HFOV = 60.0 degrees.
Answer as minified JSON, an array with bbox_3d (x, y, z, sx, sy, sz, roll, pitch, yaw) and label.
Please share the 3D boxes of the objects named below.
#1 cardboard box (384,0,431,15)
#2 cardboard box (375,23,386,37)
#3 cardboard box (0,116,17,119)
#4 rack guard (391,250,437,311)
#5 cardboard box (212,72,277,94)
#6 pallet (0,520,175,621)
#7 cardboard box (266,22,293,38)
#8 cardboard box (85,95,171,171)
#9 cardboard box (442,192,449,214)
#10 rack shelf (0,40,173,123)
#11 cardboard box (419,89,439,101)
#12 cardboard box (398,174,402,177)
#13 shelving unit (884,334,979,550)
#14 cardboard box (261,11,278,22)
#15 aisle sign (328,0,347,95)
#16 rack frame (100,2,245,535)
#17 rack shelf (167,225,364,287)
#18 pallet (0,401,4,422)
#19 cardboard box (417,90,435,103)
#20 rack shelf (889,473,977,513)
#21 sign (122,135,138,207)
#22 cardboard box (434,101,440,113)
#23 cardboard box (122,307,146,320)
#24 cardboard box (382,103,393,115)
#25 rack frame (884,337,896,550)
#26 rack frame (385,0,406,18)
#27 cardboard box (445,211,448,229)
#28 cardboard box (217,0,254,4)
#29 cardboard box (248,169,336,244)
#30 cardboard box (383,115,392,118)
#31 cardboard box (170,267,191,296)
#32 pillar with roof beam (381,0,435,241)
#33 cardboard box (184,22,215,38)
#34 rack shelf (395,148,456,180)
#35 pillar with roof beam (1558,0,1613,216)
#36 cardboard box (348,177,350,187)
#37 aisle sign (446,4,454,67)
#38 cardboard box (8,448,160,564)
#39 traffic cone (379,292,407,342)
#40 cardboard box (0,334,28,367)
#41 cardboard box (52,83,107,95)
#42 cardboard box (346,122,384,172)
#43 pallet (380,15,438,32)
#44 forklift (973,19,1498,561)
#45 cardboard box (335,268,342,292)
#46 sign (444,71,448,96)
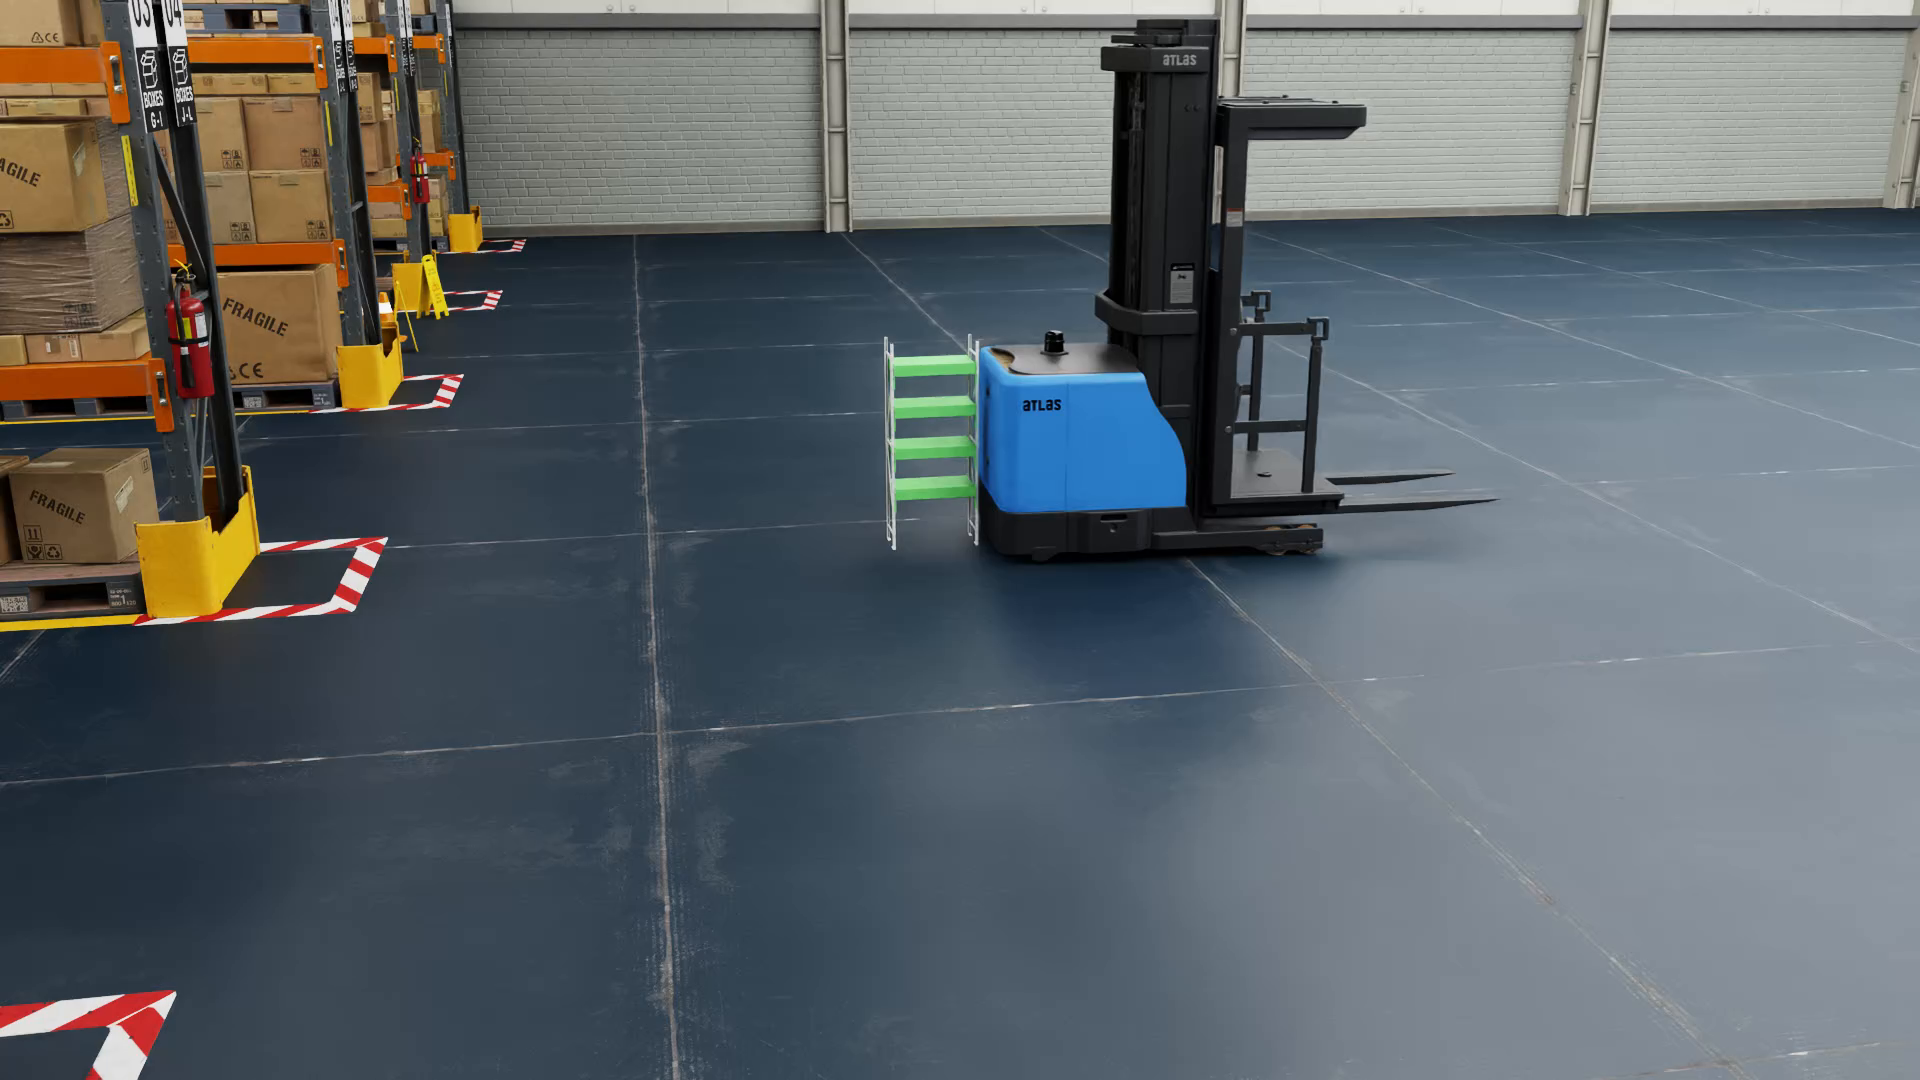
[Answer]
[{"bbox_3d":[-7.244,-7.134,21.763,0.500,0.500,0.500,-3,17,-9],"label":"cardboard box"},{"bbox_3d":[-6.297,-5.456,17.787,0.250,0.149,0.380,-3,17,-10],"label":"cardboard box"},{"bbox_3d":[-5.114,-1.901,8.511,0.500,0.500,0.500,-3,17,-10],"label":"cardboard box"},{"bbox_3d":[-5.985,-2.868,18.299,0.348,0.500,1.175,-3,17,-10],"label":"rack guard"},{"bbox_3d":[-7.350,-4.560,17.169,0.500,0.500,0.700,-3,17,-11],"label":"cardboard box"},{"bbox_3d":[-4.909,0.162,8.926,1.213,0.211,1.003,-3,17,-10],"label":"pallet"},{"bbox_3d":[-6.974,-5.258,17.140,0.250,0.149,0.380,-3,17,-10],"label":"cardboard box"},{"bbox_3d":[-6.342,-3.175,12.946,0.550,0.550,0.875,-3,17,-10],"label":"cardboard box"},{"bbox_3d":[-7.356,-4.657,22.982,0.500,0.250,0.500,-3,17,-9],"label":"cardboard box"},{"bbox_3d":[-5.994,-2.189,7.947,4.000,0.370,1.077,-3,17,-10],"label":"rack shelf"},{"bbox_3d":[-7.226,-6.041,22.590,0.250,0.149,0.380,-4,17,-12],"label":"cardboard box"},{"bbox_3d":[-7.853,-4.861,22.796,0.500,0.250,0.500,-3,17,-10],"label":"cardboard box"},{"bbox_3d":[-0.163,-0.564,9.606,0.503,1.200,0.258,-3,17,-10],"label":"shelving unit"},{"bbox_3d":[-6.858,-5.442,17.061,0.500,0.250,0.500,-3,17,-11],"label":"cardboard box"},{"bbox_3d":[-4.745,-3.806,12.668,0.004,0.787,0.394,-3,17,-10],"label":"aisle sign"},{"bbox_3d":[-4.030,-1.211,8.645,0.127,3.000,1.000,-3,17,-10],"label":"rack frame"},{"bbox_3d":[-6.836,-2.191,13.061,4.000,0.370,1.077,-3,17,-10],"label":"rack shelf"},{"bbox_3d":[-8.038,-1.110,13.067,1.213,0.211,1.003,-3,17,-10],"label":"pallet"},{"bbox_3d":[-7.167,-5.918,22.188,0.250,0.149,0.380,-3,17,-10],"label":"cardboard box"},{"bbox_3d":[-0.163,-0.274,9.695,0.480,0.148,0.258,-3,17,-10],"label":"rack shelf"},{"bbox_3d":[-3.945,-1.754,7.904,0.005,0.325,0.100,-3,17,-10],"label":"sign"},{"bbox_3d":[-7.238,-5.912,22.676,0.250,0.149,0.380,-4,17,-12],"label":"cardboard box"},{"bbox_3d":[-4.355,-1.143,8.854,0.250,0.149,0.380,-3,17,-10],"label":"cardboard box"},{"bbox_3d":[-7.654,-5.736,22.104,0.250,0.149,0.380,-3,17,-9],"label":"cardboard box"},{"bbox_3d":[-0.402,-0.551,9.561,0.015,1.200,0.240,-3,17,-10],"label":"rack frame"},{"bbox_3d":[-5.910,-6.935,17.065,0.127,3.000,1.000,-3,17,-10],"label":"rack frame"},{"bbox_3d":[-7.375,-4.414,23.040,0.500,0.250,0.500,-3,17,-10],"label":"cardboard box"},{"bbox_3d":[-5.382,-4.078,12.415,0.250,0.149,0.380,-3,17,-10],"label":"cardboard box"},{"bbox_3d":[-5.228,-2.684,13.186,0.550,0.550,0.875,-3,17,-10],"label":"cardboard box"},{"bbox_3d":[-7.800,-5.417,22.168,0.500,0.500,0.500,-3,17,-9],"label":"cardboard box"},{"bbox_3d":[-6.389,-1.725,13.222,0.875,0.875,0.875,-4,17,-11],"label":"cardboard box"},{"bbox_3d":[-6.893,-7.346,18.402,0.400,9.000,9.100,-3,17,-10],"label":"pillar with roof beam"},{"bbox_3d":[-7.707,-5.182,16.895,0.250,0.149,0.380,-3,17,-11],"label":"cardboard box"},{"bbox_3d":[-8.819,-5.043,22.347,4.000,0.370,1.077,-3,17,-10],"label":"rack shelf"},{"bbox_3d":[10.780,-8.349,21.666,0.400,9.000,9.100,-3,17,-10],"label":"pillar with roof beam"},{"bbox_3d":[-6.464,-3.819,17.564,0.250,0.149,0.380,-3,17,-11],"label":"cardboard box"},{"bbox_3d":[-6.735,-6.660,21.958,0.004,0.787,0.394,-3,17,-10],"label":"aisle sign"},{"bbox_3d":[-4.646,-0.187,8.852,0.500,0.500,0.500,0,17,0],"label":"cardboard box"},{"bbox_3d":[-5.543,-2.158,16.049,0.334,0.463,0.336,-3,17,-10],"label":"traffic cone"},{"bbox_3d":[-4.752,-0.973,8.298,0.250,0.149,0.380,-3,17,-10],"label":"cardboard box"},{"bbox_3d":[-8.859,-4.497,16.964,0.500,0.500,0.700,-3,17,-10],"label":"cardboard box"},{"bbox_3d":[-6.391,-4.148,17.530,0.500,0.500,0.500,-4,17,-11],"label":"cardboard box"},{"bbox_3d":[-7.555,-6.858,22.073,1.213,0.211,1.003,-3,17,-10],"label":"pallet"},{"bbox_3d":[1.643,-1.462,9.580,3.031,2.935,1.130,-3,17,-8],"label":"forklift"},{"bbox_3d":[-6.676,-2.830,17.884,0.500,0.250,0.500,-3,17,-11],"label":"cardboard box"},{"bbox_3d":[-6.766,-6.008,21.887,0.005,0.325,0.100,-3,17,-10],"label":"sign"}]
